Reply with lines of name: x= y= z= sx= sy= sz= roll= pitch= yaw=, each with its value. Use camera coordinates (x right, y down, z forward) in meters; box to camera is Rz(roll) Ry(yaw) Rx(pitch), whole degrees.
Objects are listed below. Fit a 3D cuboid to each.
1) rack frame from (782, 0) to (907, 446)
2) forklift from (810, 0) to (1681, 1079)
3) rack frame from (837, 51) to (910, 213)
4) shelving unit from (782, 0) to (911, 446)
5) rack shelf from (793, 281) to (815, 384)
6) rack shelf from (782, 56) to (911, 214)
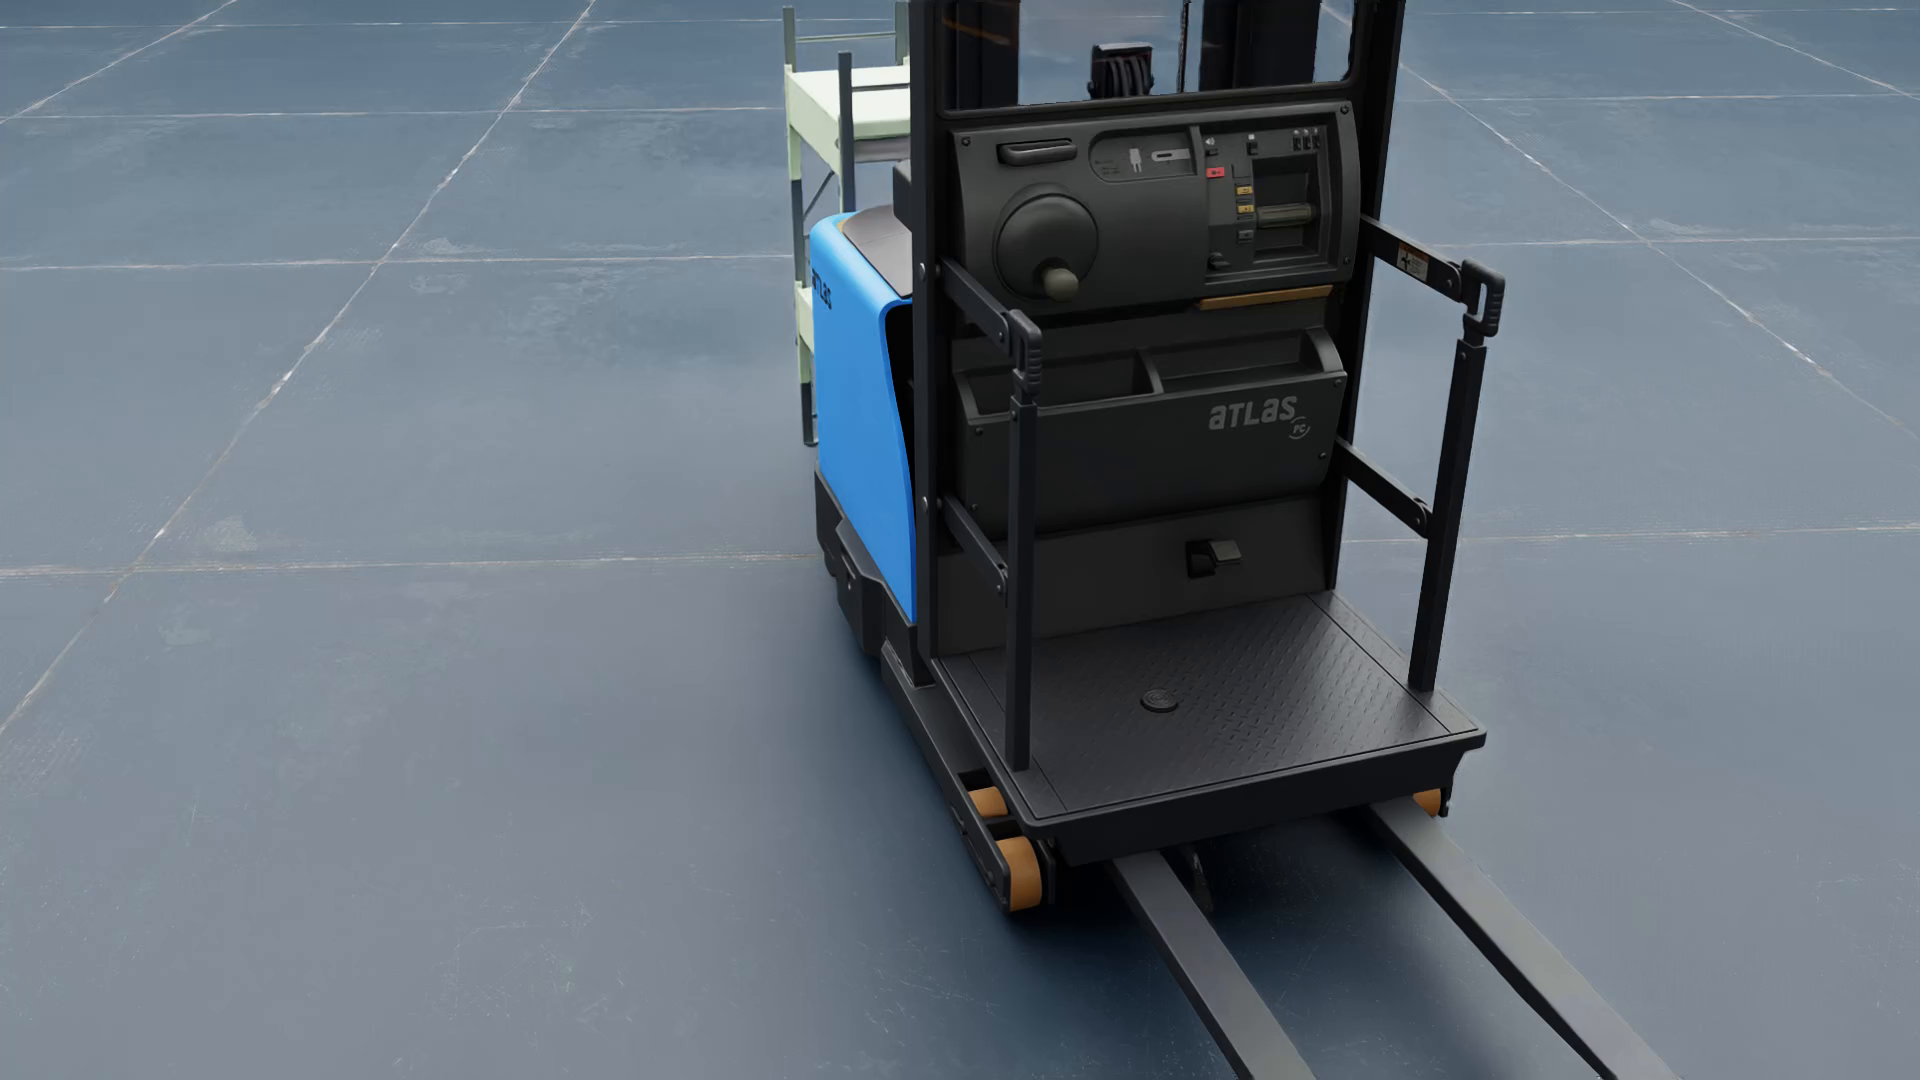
rack frame: x=-0.365 y=-1.032 z=5.607 sx=0.400 sy=1.500 sz=0.023 roll=-8 pitch=29 yaw=-15
forklift: x=0.506 y=-0.689 z=3.401 sx=1.130 sy=2.935 sz=3.031 roll=-9 pitch=29 yaw=-16
rack frame: x=-0.145 y=-0.709 z=4.988 sx=0.400 sy=1.500 sz=0.023 roll=-8 pitch=29 yaw=-15
shelving unit: x=-0.255 y=-0.871 z=5.297 sx=0.431 sy=1.500 sz=0.755 roll=-8 pitch=29 yaw=-15
rack shelf: x=-0.255 y=-0.582 z=5.448 sx=0.431 sy=0.370 sz=0.720 roll=-8 pitch=29 yaw=-15
rack shelf: x=-0.255 y=-1.217 z=5.117 sx=0.431 sy=0.370 sz=0.720 roll=-8 pitch=29 yaw=-15
